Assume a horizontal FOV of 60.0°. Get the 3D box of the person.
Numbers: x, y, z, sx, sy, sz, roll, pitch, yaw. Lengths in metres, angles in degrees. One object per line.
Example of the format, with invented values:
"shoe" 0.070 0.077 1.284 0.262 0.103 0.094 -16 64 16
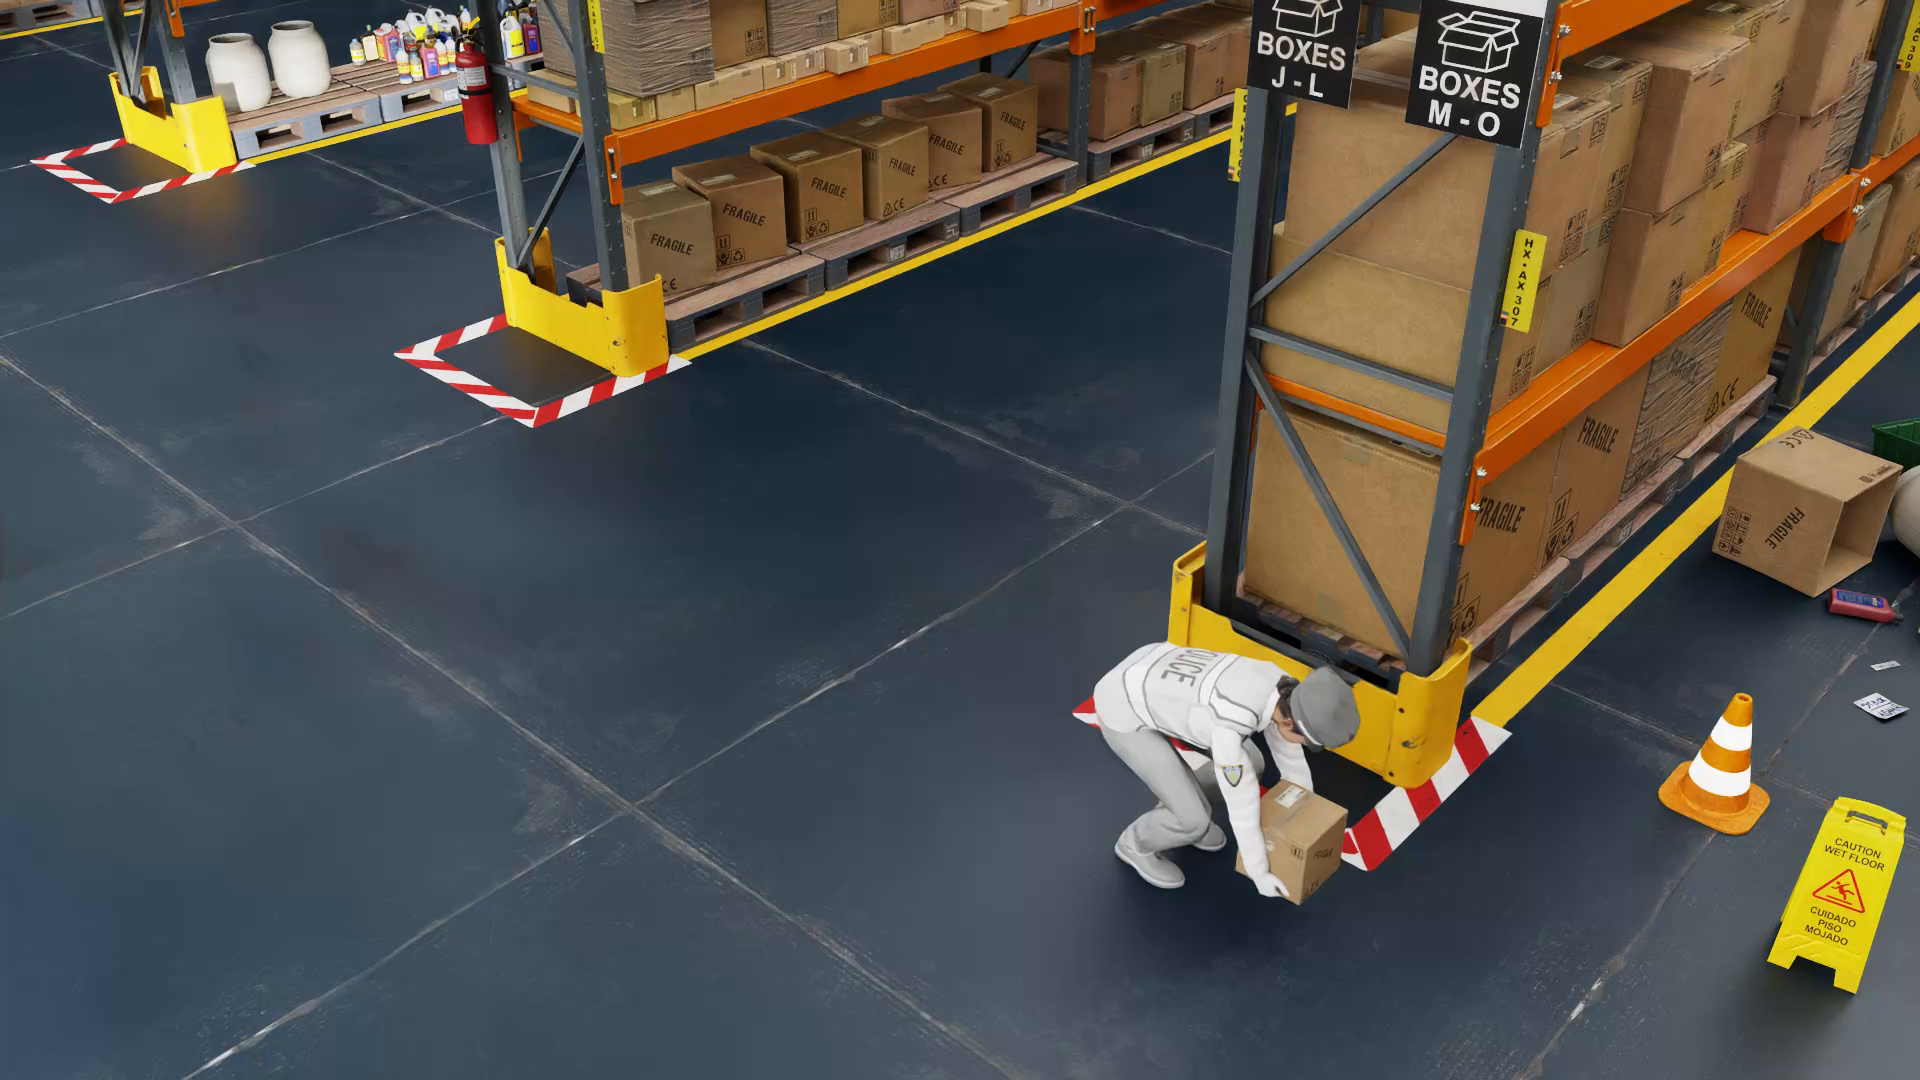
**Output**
"person" 0.869 0.746 5.577 0.903 0.981 0.468 24 39 33
